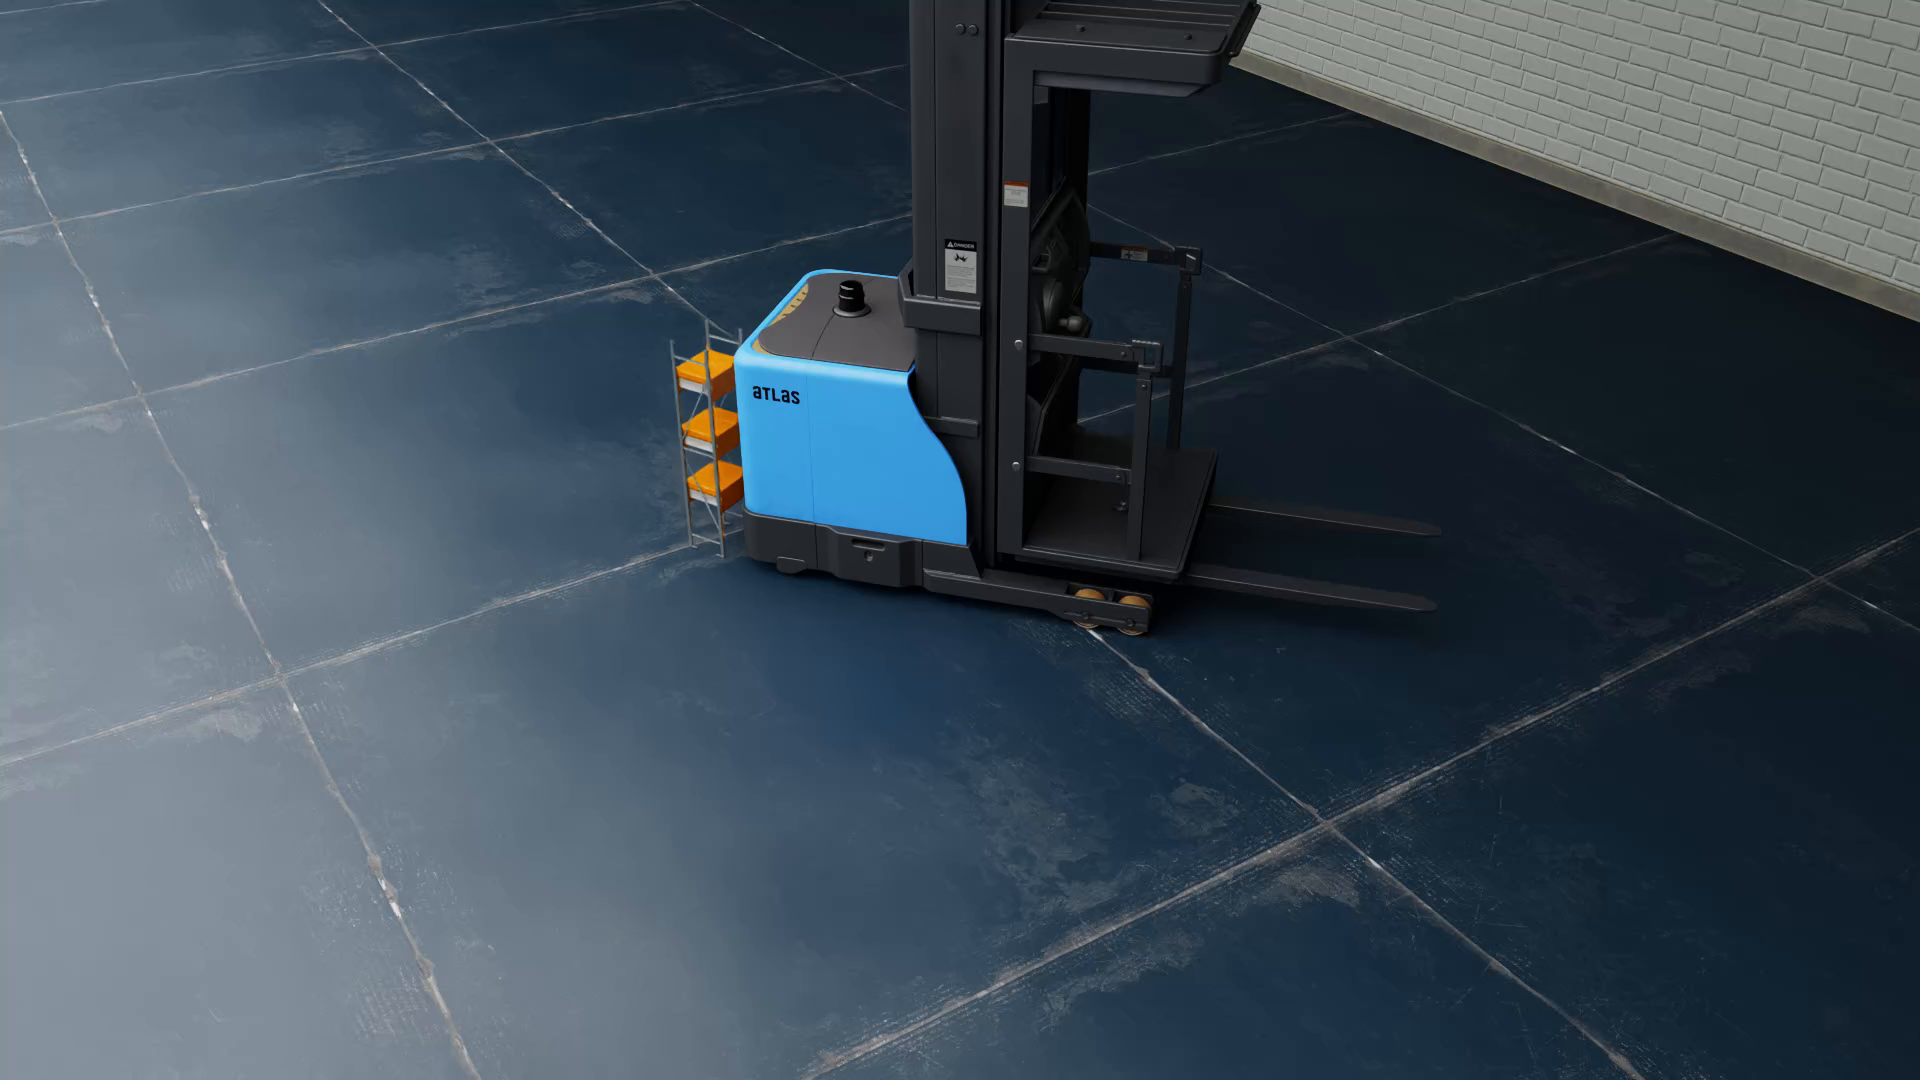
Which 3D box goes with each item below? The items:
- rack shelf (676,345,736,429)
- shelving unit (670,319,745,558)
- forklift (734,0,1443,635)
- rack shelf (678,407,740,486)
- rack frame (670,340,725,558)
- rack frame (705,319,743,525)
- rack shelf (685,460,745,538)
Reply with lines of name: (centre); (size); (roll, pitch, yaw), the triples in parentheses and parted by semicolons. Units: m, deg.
rack shelf: (-1.098, -0.675, 7.322); (0.215, 0.259, 0.240); (18, 36, 25)
shelving unit: (-1.099, -0.444, 7.468); (0.215, 1.050, 0.252); (18, 36, 25)
forklift: (0.603, -1.149, 6.824); (3.031, 2.935, 1.130); (9, 33, 13)
rack shelf: (-1.099, -0.435, 7.474); (0.215, 0.259, 0.240); (18, 36, 25)
rack frame: (-1.161, -0.388, 7.379); (0.200, 1.050, 0.008); (18, 36, 25)
rack frame: (-1.038, -0.500, 7.558); (0.200, 1.050, 0.008); (18, 36, 25)
rack shelf: (-1.101, -0.201, 7.623); (0.215, 0.259, 0.240); (18, 36, 25)
